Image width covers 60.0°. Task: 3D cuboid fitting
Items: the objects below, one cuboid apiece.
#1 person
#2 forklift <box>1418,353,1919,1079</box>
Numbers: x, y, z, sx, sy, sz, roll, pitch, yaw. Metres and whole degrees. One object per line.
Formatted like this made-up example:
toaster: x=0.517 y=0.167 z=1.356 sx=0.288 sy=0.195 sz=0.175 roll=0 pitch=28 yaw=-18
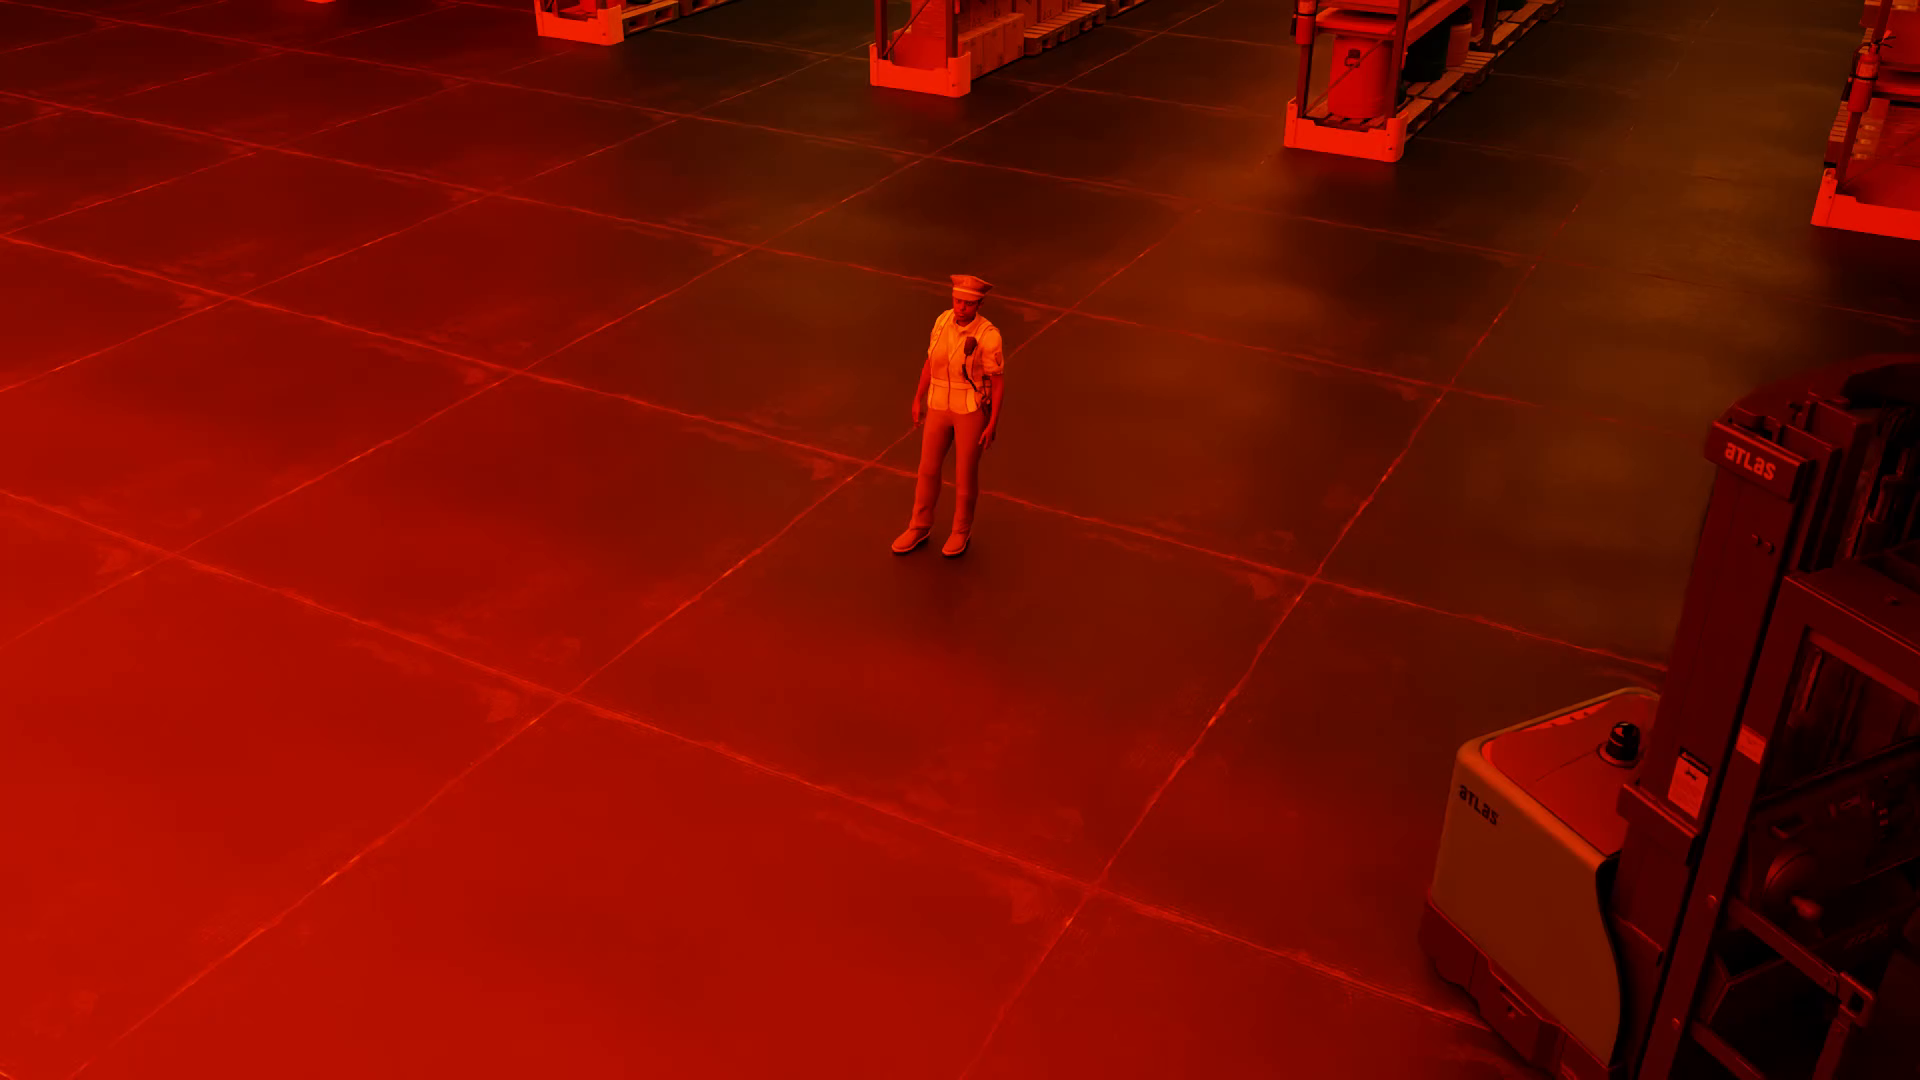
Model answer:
person: x=-0.054 y=-0.712 z=9.528 sx=0.569 sy=1.695 sz=0.530 roll=15 pitch=33 yaw=25
forklift: x=3.018 y=1.012 z=5.318 sx=1.130 sy=2.935 sz=3.031 roll=-14 pitch=33 yaw=-22
